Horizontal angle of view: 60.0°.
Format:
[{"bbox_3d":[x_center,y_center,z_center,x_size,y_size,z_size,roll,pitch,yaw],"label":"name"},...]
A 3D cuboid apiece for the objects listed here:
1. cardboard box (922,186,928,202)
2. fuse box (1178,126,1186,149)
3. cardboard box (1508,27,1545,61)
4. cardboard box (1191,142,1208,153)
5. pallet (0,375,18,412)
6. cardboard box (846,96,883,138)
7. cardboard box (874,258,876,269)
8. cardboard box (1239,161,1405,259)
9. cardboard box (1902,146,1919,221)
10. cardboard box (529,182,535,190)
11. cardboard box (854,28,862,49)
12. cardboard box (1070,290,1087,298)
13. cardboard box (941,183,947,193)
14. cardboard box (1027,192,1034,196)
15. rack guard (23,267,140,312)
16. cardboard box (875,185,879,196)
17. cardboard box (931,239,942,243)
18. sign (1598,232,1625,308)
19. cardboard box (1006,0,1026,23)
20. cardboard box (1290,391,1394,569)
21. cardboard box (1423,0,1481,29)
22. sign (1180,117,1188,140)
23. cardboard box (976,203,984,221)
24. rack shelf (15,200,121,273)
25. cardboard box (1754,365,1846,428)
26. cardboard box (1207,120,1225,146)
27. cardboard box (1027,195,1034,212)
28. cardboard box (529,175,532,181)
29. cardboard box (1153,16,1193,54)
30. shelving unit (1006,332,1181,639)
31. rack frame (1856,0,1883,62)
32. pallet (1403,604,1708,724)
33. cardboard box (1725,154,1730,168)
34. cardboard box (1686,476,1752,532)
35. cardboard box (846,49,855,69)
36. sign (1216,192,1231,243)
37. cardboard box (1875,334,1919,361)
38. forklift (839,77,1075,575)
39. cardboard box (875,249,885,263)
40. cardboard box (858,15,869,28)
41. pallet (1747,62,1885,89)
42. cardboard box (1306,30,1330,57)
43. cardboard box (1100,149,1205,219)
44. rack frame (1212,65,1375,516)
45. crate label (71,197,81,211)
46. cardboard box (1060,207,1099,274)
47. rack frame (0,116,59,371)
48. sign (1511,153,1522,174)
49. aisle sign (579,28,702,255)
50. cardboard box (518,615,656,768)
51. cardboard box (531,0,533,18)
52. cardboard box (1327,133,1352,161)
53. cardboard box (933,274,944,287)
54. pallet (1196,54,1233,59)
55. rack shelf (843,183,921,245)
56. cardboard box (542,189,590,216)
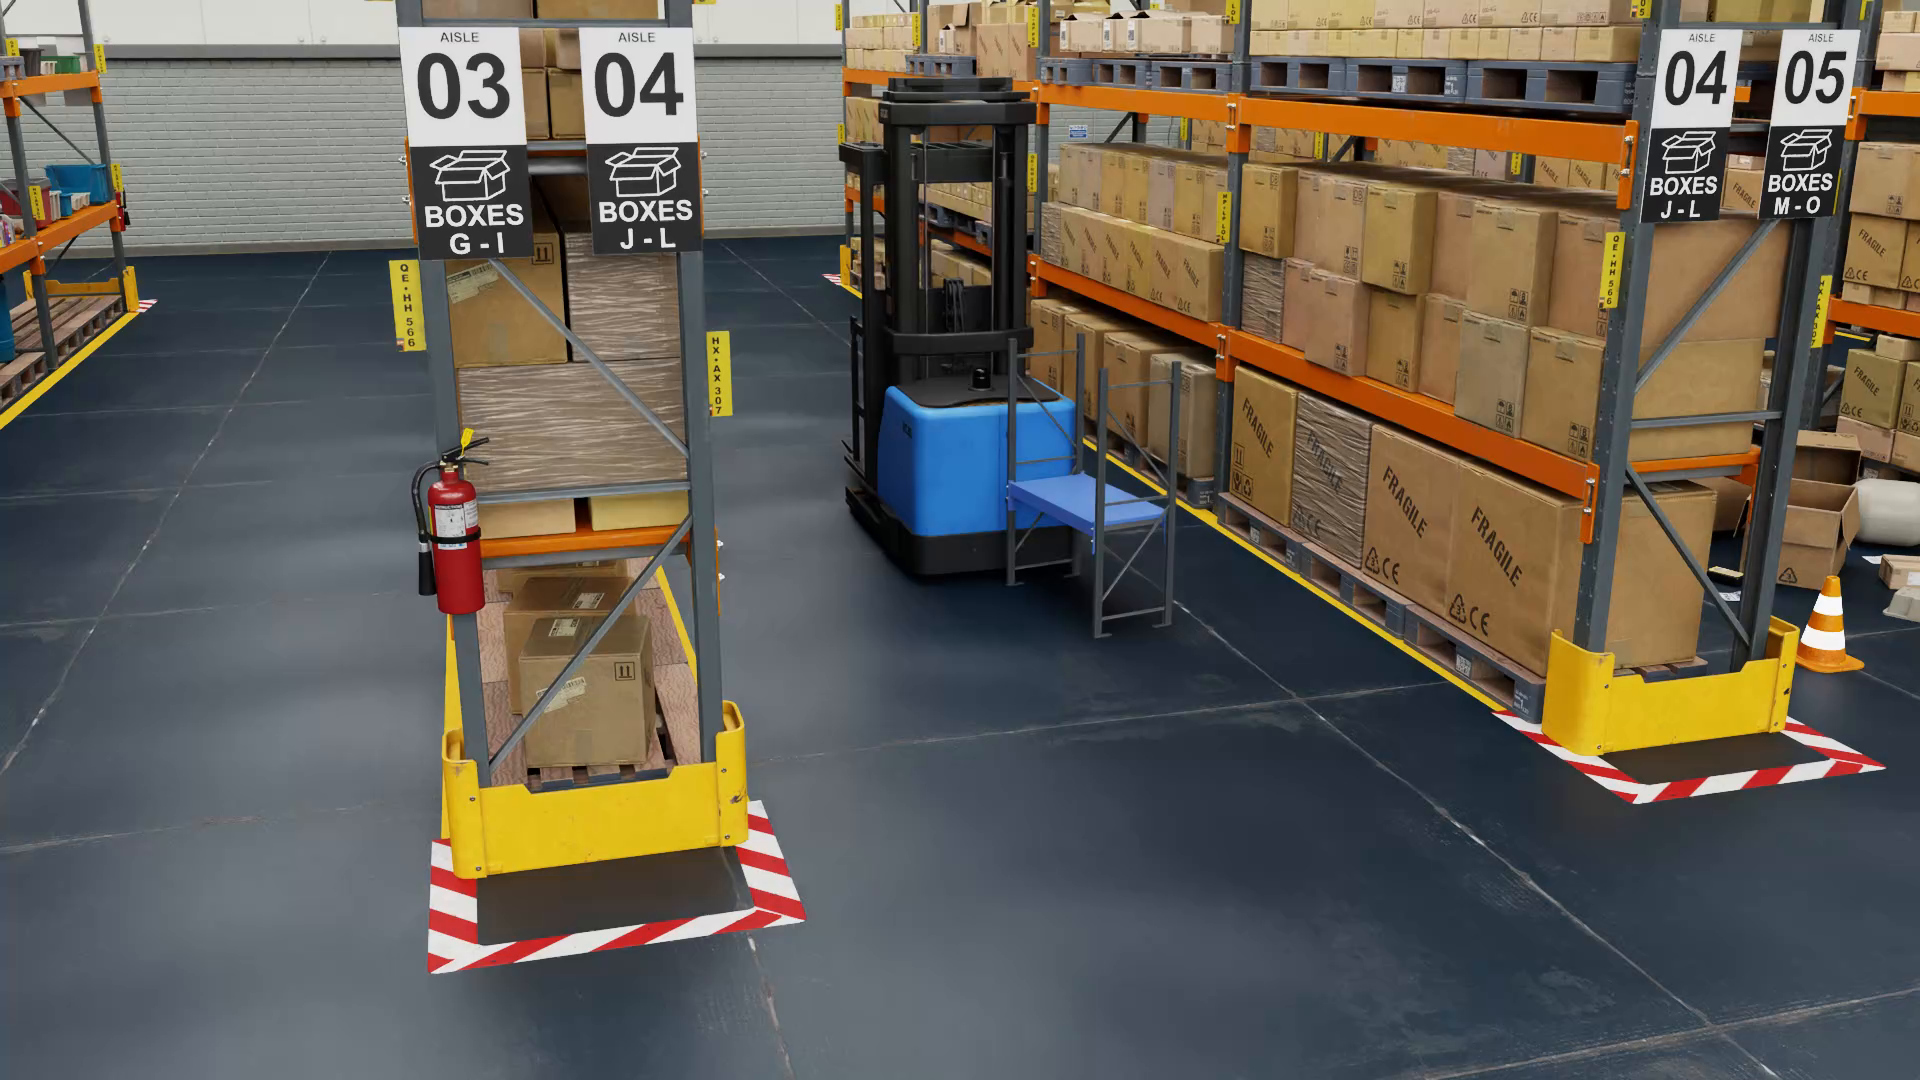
[{"bbox_3d":[-0.199,-3.717,17.820,0.380,0.149,0.250,-4,17,-14],"label":"cardboard box"},{"bbox_3d":[4.173,-6.450,29.452,0.539,1.711,0.414,-5,17,-15],"label":"fuse box"},{"bbox_3d":[2.794,-2.310,7.747,0.380,0.149,0.250,-4,17,-14],"label":"cardboard box"},{"bbox_3d":[3.542,-5.276,23.129,0.500,0.500,0.500,-5,17,-16],"label":"cardboard box"},{"bbox_3d":[-8.995,-1.212,14.620,1.003,0.211,1.213,-5,17,-15],"label":"pallet"},{"bbox_3d":[-1.178,-5.489,21.581,0.500,0.500,0.500,-5,17,-16],"label":"cardboard box"},{"bbox_3d":[-1.009,-3.557,21.288,0.380,0.149,0.250,-4,17,-14],"label":"cardboard box"},{"bbox_3d":[2.320,-2.130,10.690,0.875,0.550,0.550,-5,17,-15],"label":"cardboard box"},{"bbox_3d":[7.015,-2.452,11.472,0.700,0.500,0.500,-5,17,-15],"label":"cardboard box"},{"bbox_3d":[-2.390,-1.529,8.400,0.500,0.500,0.500,-5,17,-15],"label":"cardboard box"},{"bbox_3d":[-1.031,-6.282,20.831,0.500,0.250,0.500,-5,17,-16],"label":"cardboard box"},{"bbox_3d":[1.196,-2.325,15.789,0.500,0.250,0.500,-6,18,-18],"label":"cardboard box"},{"bbox_3d":[0.012,-3.647,17.068,0.380,0.149,0.250,-4,17,-13],"label":"cardboard box"},{"bbox_3d":[0.577,-3.217,15.119,0.380,0.149,0.250,-5,18,-17],"label":"cardboard box"},{"bbox_3d":[-10.624,-3.017,20.128,1.175,0.500,0.348,-5,17,-15],"label":"rack guard"},{"bbox_3d":[-0.845,-4.375,20.738,0.380,0.149,0.250,-5,17,-16],"label":"cardboard box"},{"bbox_3d":[-0.450,-3.823,21.657,0.380,0.149,0.250,-5,17,-16],"label":"cardboard box"},{"bbox_3d":[2.826,-1.168,7.201,0.100,0.325,0.005,-5,17,-15],"label":"sign"},{"bbox_3d":[0.636,-4.835,15.115,0.396,0.266,0.258,-5,17,-15],"label":"cardboard box"},{"bbox_3d":[2.609,-0.400,10.034,0.875,0.875,0.875,-5,17,-15],"label":"cardboard box"},{"bbox_3d":[2.674,-2.686,8.305,0.500,0.250,0.500,-5,17,-16],"label":"cardboard box"},{"bbox_3d":[3.150,-5.794,23.385,0.100,0.325,0.005,-5,17,-15],"label":"sign"},{"bbox_3d":[0.372,-3.142,15.904,0.380,0.149,0.250,-5,17,-16],"label":"cardboard box"},{"bbox_3d":[-10.055,-3.311,18.011,1.077,0.370,4.000,-5,17,-15],"label":"rack shelf"},{"bbox_3d":[6.837,-1.152,13.411,0.950,0.372,0.625,-4,17,-15],"label":"cardboard box"},{"bbox_3d":[3.692,-5.613,22.512,0.500,0.500,0.500,-5,17,-17],"label":"cardboard box"},{"bbox_3d":[0.579,-3.076,15.167,0.380,0.149,0.250,-4,17,-14],"label":"cardboard box"},{"bbox_3d":[-2.629,-2.000,10.625,1.000,1.000,1.000,-5,17,-15],"label":"cardboard box"},{"bbox_3d":[1.701,-3.583,11.810,0.500,0.250,0.500,-5,17,-16],"label":"cardboard box"},{"bbox_3d":[0.734,-0.342,9.483,0.538,1.500,1.048,-8,19,-25],"label":"shelving unit"},{"bbox_3d":[6.984,-4.938,11.748,1.000,3.000,0.127,-5,17,-15],"label":"rack frame"},{"bbox_3d":[3.056,0.582,8.649,1.003,0.211,1.213,-5,17,-15],"label":"pallet"},{"bbox_3d":[6.340,-3.140,13.643,0.380,0.149,0.250,-5,18,-18],"label":"cardboard box"},{"bbox_3d":[4.901,-0.371,11.077,0.797,0.637,0.503,-5,17,-15],"label":"cardboard box"},{"bbox_3d":[-1.168,-6.185,21.375,0.500,0.250,0.500,-4,17,-13],"label":"cardboard box"},{"bbox_3d":[1.733,-2.116,10.908,0.100,0.325,0.005,-5,17,-15],"label":"sign"},{"bbox_3d":[6.863,-1.395,12.000,0.380,0.149,0.250,-4,17,-14],"label":"cardboard box"},{"bbox_3d":[-0.170,-1.578,11.111,1.130,2.935,3.031,-5,17,-15],"label":"forklift"},{"bbox_3d":[-0.848,-3.551,20.751,0.380,0.149,0.250,-4,17,-14],"label":"cardboard box"},{"bbox_3d":[-1.053,-6.432,20.635,0.380,0.149,0.250,-4,17,-14],"label":"cardboard box"},{"bbox_3d":[6.916,-3.590,12.803,1.213,0.211,1.003,-5,17,-15],"label":"pallet"},{"bbox_3d":[2.234,-2.873,9.622,0.380,0.149,0.250,-5,17,-16],"label":"cardboard box"},{"bbox_3d":[1.550,-2.872,13.387,0.700,0.500,0.500,-5,17,-16],"label":"cardboard box"},{"bbox_3d":[2.252,-1.645,11.215,1.000,3.000,0.127,-5,17,-15],"label":"rack frame"},{"bbox_3d":[-10.041,-3.744,18.555,0.396,0.136,0.243,-5,17,-15],"label":"crate label"},{"bbox_3d":[1.159,-2.514,13.932,0.500,0.500,0.500,-5,17,-16],"label":"cardboard box"},{"bbox_3d":[-9.506,-3.102,16.066,1.000,3.000,0.127,-5,17,-15],"label":"rack frame"},{"bbox_3d":[5.352,-3.681,15.979,0.100,0.325,0.005,-5,17,-15],"label":"sign"},{"bbox_3d":[-1.140,-1.426,5.967,0.394,0.787,0.004,-5,17,-15],"label":"aisle sign"},{"bbox_3d":[-1.601,0.647,7.198,0.500,0.500,0.500,-1,17,-5],"label":"cardboard box"},{"bbox_3d":[-2.176,-3.043,9.095,0.500,0.500,0.500,-5,17,-17],"label":"cardboard box"},{"bbox_3d":[4.629,-4.660,19.339,0.500,0.500,0.500,-4,17,-15],"label":"cardboard box"},{"bbox_3d":[0.001,-2.637,18.131,0.500,0.500,0.500,-4,17,-13],"label":"cardboard box"},{"bbox_3d":[3.900,-6.574,22.562,1.003,0.211,1.213,-5,17,-15],"label":"pallet"},{"bbox_3d":[-0.496,-4.067,20.527,1.077,0.370,4.000,-5,17,-15],"label":"rack shelf"},{"bbox_3d":[-1.747,-1.432,8.078,0.500,0.500,0.500,-5,17,-15],"label":"cardboard box"}]
